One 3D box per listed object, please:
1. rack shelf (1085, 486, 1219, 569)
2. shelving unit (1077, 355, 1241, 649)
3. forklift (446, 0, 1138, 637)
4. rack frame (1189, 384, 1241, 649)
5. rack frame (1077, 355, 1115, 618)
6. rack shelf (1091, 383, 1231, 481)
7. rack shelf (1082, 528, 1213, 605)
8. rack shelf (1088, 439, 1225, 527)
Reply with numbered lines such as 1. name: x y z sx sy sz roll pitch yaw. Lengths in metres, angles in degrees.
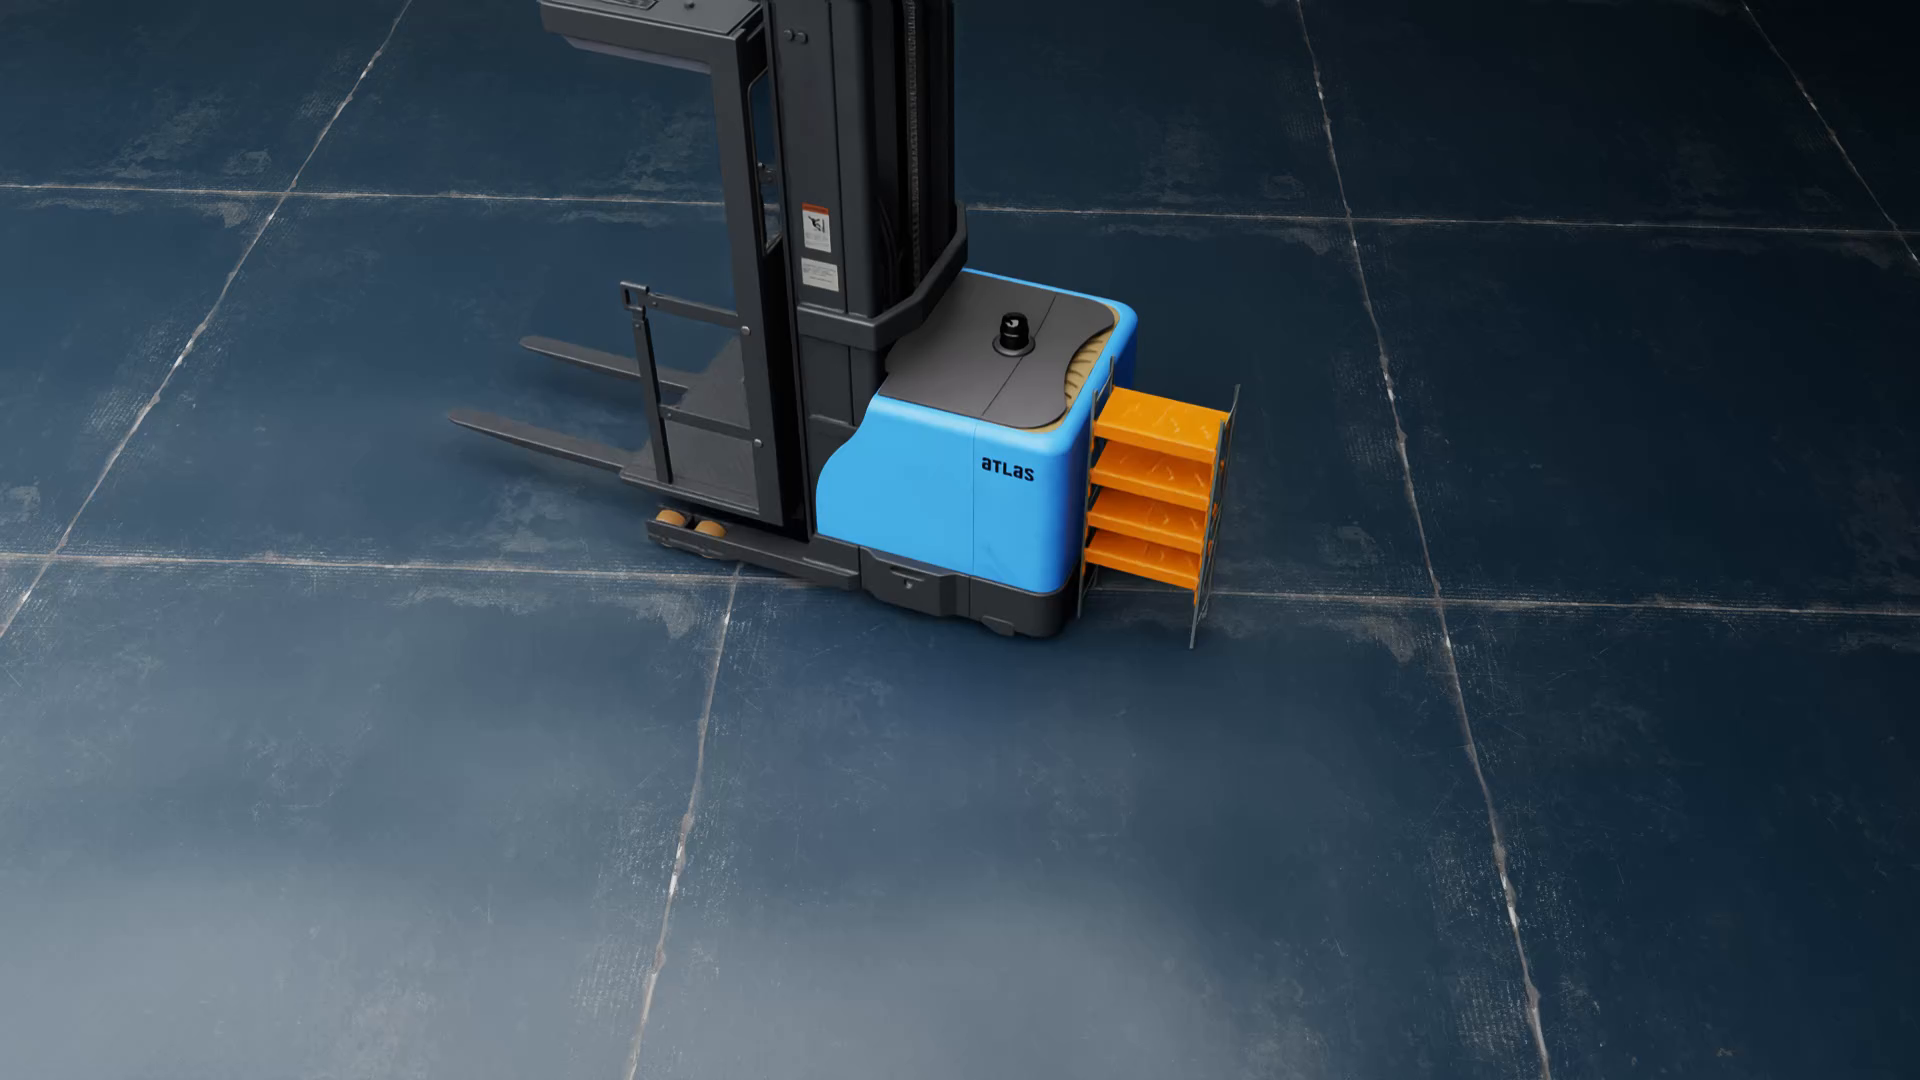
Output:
1. rack shelf: 0.769 -0.077 6.637 0.480 0.148 0.258 15 45 15
2. shelving unit: 0.769 -0.126 6.591 0.503 1.200 0.258 15 45 15
3. forklift: -0.827 -1.310 6.592 3.031 2.935 1.130 15 45 15
4. rack frame: 0.996 -0.066 6.526 0.015 1.200 0.240 15 45 15
5. rack frame: 0.541 -0.187 6.656 0.015 1.200 0.240 15 45 15
6. rack shelf: 0.769 -0.414 6.323 0.480 0.148 0.258 15 45 15
7. rack shelf: 0.769 0.068 6.772 0.480 0.148 0.258 15 45 15
8. rack shelf: 0.769 -0.241 6.484 0.480 0.148 0.258 15 45 15
